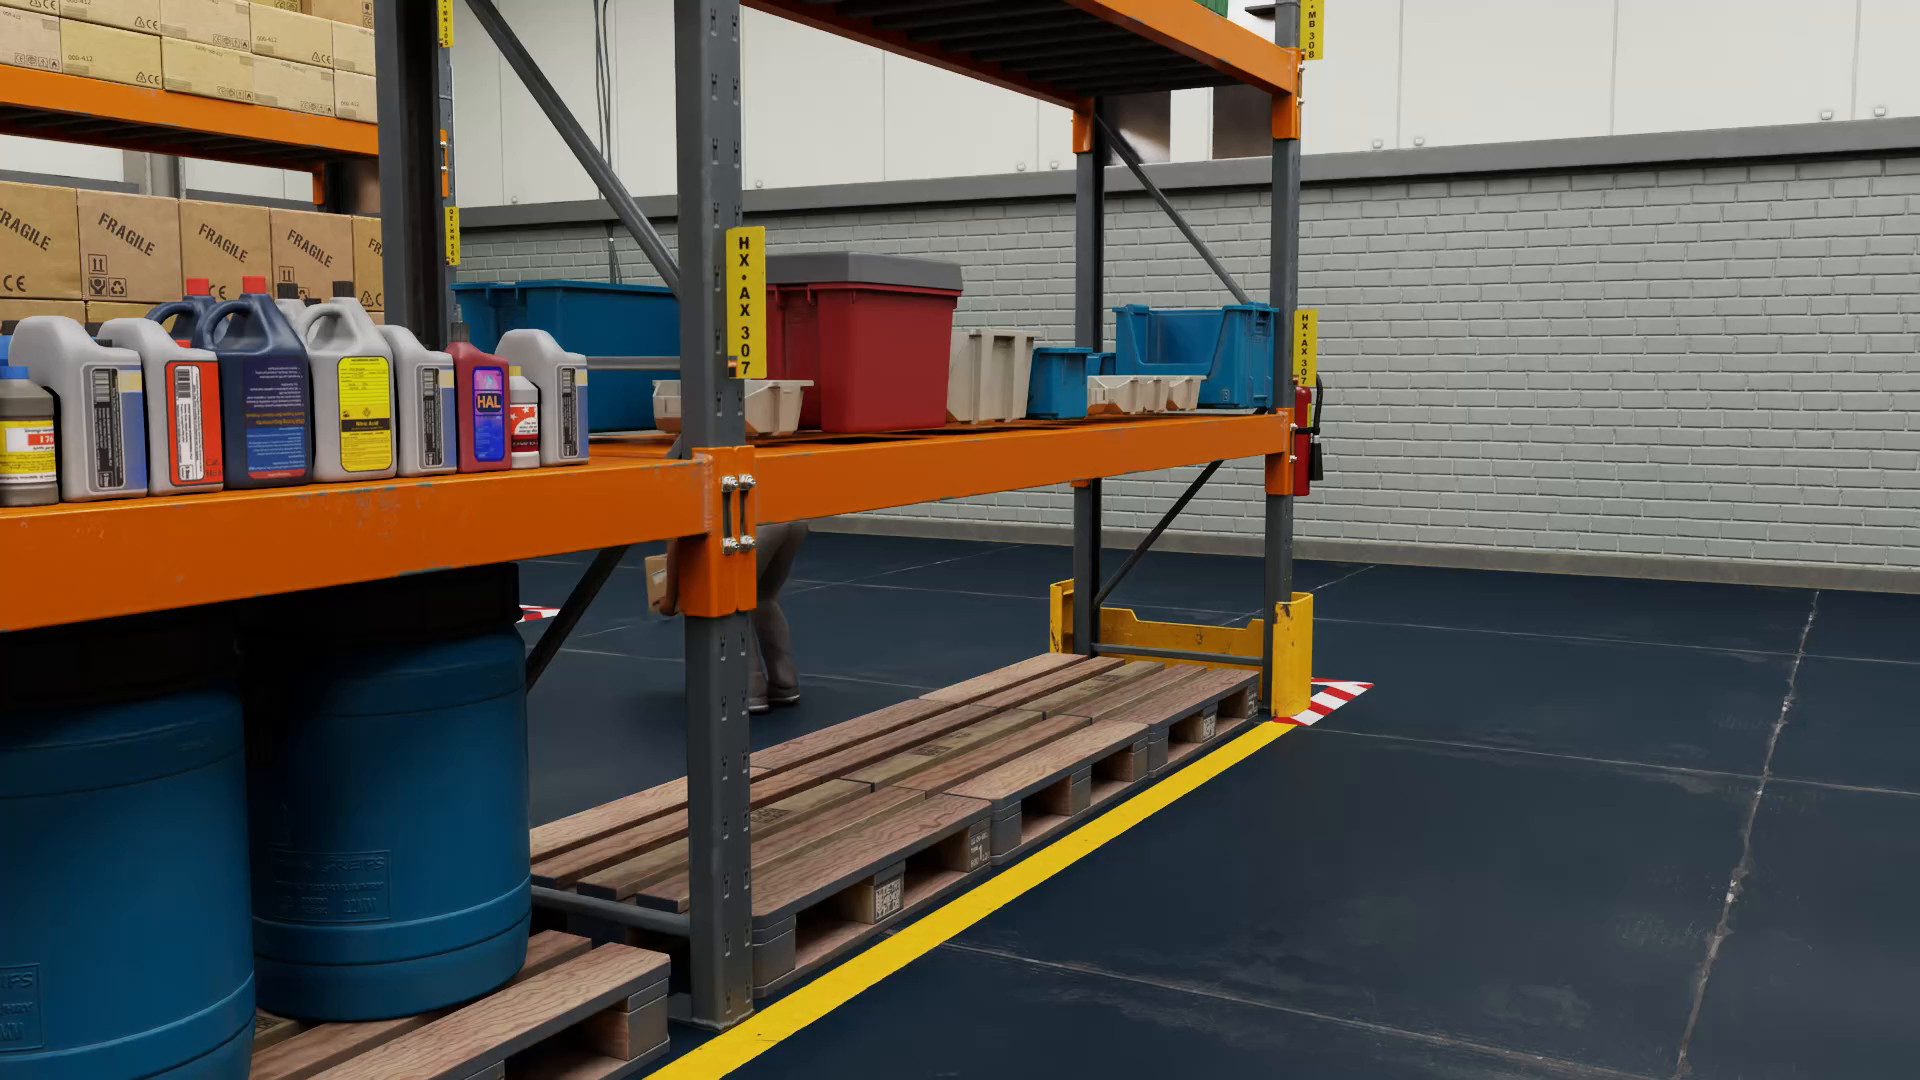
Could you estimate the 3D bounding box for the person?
[{"bbox_3d":[-1.111,0.119,7.433,0.920,1.238,0.417,3,7,27],"label":"person"}]
